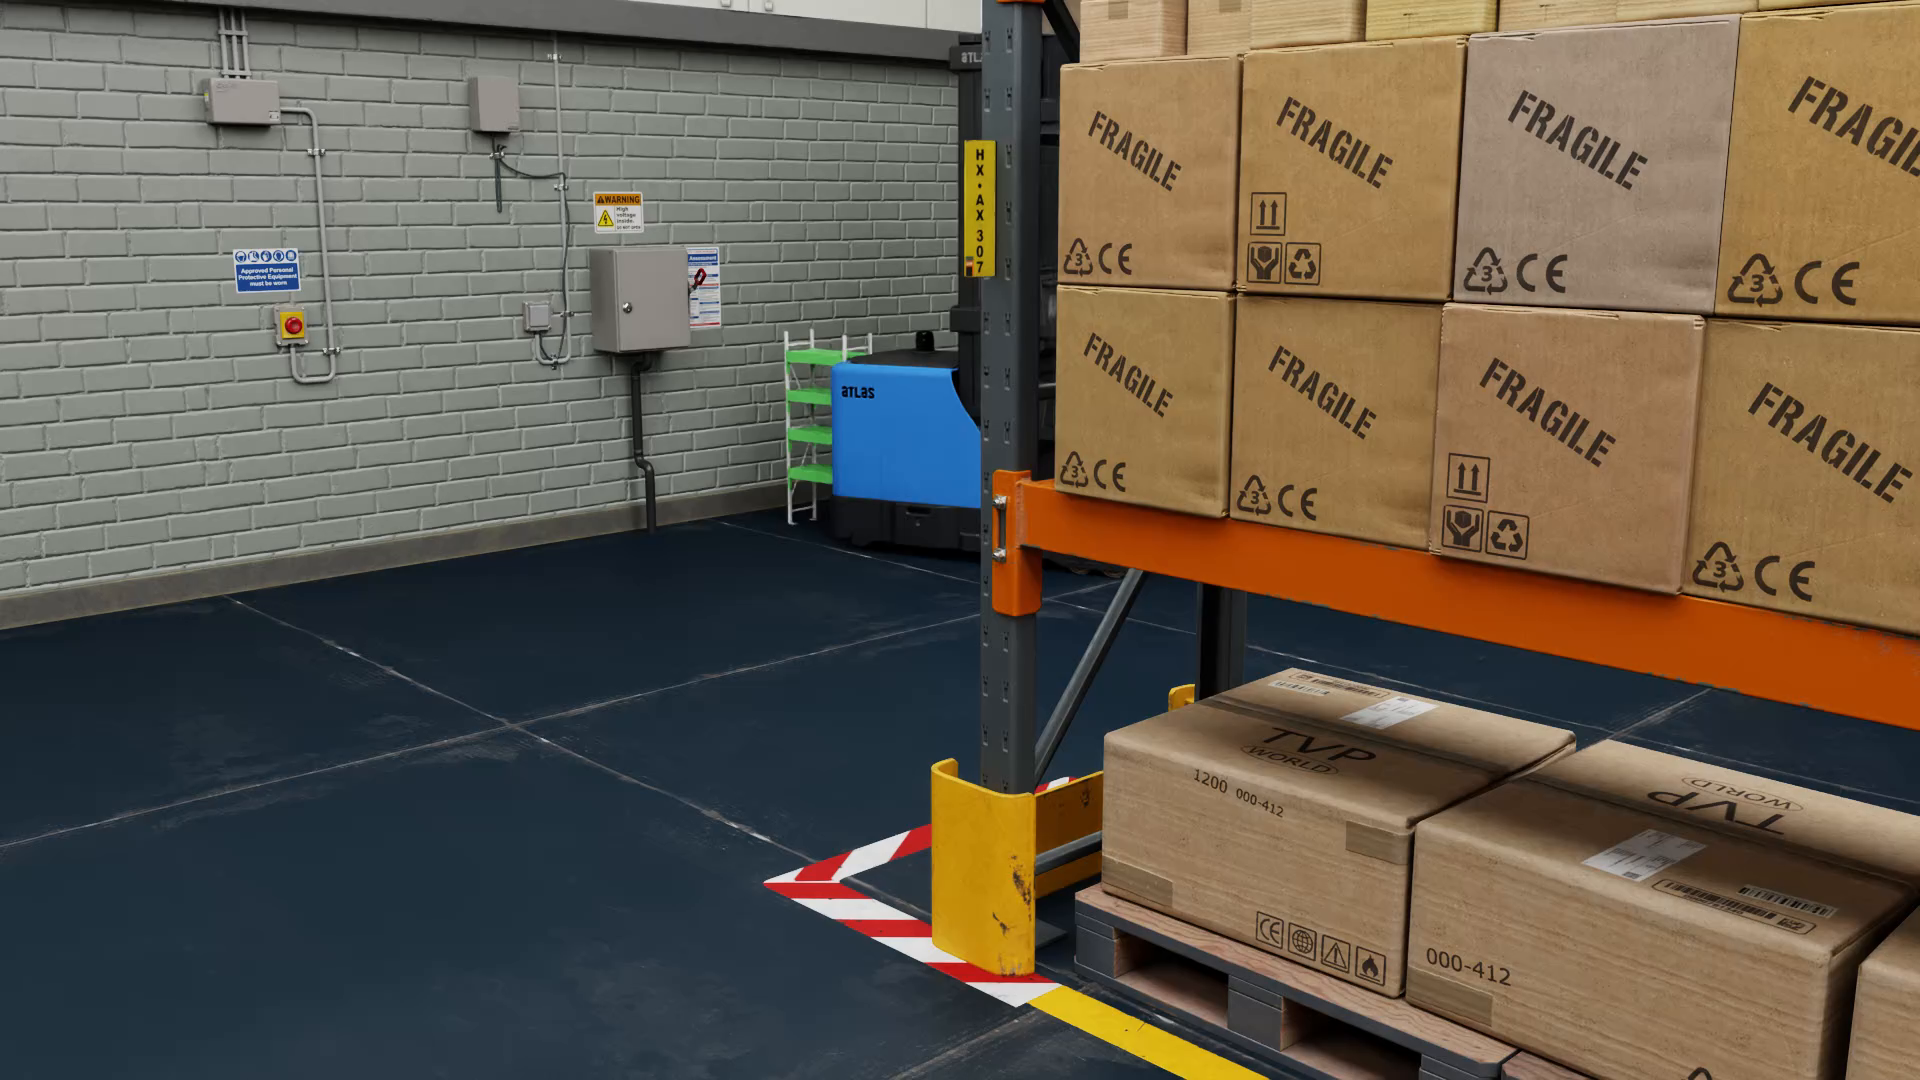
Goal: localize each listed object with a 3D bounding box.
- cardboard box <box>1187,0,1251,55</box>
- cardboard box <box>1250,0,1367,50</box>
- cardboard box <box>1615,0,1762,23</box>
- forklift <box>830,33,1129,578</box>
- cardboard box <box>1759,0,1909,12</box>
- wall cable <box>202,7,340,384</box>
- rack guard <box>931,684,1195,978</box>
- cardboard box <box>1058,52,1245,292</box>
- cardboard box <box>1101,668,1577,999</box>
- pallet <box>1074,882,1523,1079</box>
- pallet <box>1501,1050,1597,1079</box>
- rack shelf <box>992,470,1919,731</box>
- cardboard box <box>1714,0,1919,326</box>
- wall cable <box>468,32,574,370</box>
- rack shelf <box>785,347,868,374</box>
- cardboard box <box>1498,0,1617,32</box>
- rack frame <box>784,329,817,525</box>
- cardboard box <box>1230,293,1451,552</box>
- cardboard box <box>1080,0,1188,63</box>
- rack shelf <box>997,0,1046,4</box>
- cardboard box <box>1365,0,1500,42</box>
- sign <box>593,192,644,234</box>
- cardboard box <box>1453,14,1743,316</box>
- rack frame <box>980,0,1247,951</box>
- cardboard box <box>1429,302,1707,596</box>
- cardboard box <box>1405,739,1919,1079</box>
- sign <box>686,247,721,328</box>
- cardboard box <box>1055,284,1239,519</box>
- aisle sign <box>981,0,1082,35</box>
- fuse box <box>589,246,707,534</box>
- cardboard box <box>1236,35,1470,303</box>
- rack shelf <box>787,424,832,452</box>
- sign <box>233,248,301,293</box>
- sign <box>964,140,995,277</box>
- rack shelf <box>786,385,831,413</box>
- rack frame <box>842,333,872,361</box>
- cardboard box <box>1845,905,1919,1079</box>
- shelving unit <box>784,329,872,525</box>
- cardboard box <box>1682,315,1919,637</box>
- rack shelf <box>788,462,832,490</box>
[{"bbox_3d":[0.732,-1.159,3.769,0.380,0.149,0.250,-10,16,-41],"label":"cardboard box"},{"bbox_3d":[0.828,-1.105,3.507,0.380,0.149,0.250,-10,15,-41],"label":"cardboard box"},{"bbox_3d":[1.384,-0.996,2.978,0.380,0.149,0.250,-11,16,-42],"label":"cardboard box"},{"bbox_3d":[0.801,-1.354,9.219,3.031,2.935,1.130,5,13,25],"label":"forklift"},{"bbox_3d":[1.540,-0.955,2.780,0.250,0.149,0.380,11,16,44],"label":"cardboard box"},{"bbox_3d":[-3.457,-1.754,8.395,0.585,1.953,0.123,-11,16,-43],"label":"wall cable"},{"bbox_3d":[0.438,0.800,4.791,1.175,0.500,0.348,-11,16,-43],"label":"rack guard"},{"bbox_3d":[0.580,-0.850,3.878,0.500,0.500,0.500,-11,16,-44],"label":"cardboard box"},{"bbox_3d":[0.982,0.711,4.338,0.875,0.438,0.875,11,16,43],"label":"cardboard box"},{"bbox_3d":[1.063,1.051,4.290,1.003,0.211,1.213,-11,16,-43],"label":"pallet"},{"bbox_3d":[1.901,1.228,3.426,1.003,0.211,1.213,-11,16,-43],"label":"pallet"},{"bbox_3d":[1.835,0.223,3.178,1.077,0.370,4.000,-11,16,-43],"label":"rack shelf"},{"bbox_3d":[1.648,-0.629,2.805,0.500,0.500,0.500,-11,16,-42],"label":"cardboard box"},{"bbox_3d":[-2.439,-1.938,9.365,0.588,1.984,0.122,-11,16,-43],"label":"wall cable"},{"bbox_3d":[-0.802,-1.078,10.108,0.480,0.148,0.258,9,15,38],"label":"rack shelf"},{"bbox_3d":[1.242,-1.038,3.183,0.380,0.149,0.250,-11,16,-42],"label":"cardboard box"},{"bbox_3d":[-0.991,-0.702,10.344,0.015,1.200,0.240,9,15,38],"label":"rack frame"},{"bbox_3d":[0.947,-0.290,3.638,0.500,0.500,0.500,-11,16,-43],"label":"cardboard box"},{"bbox_3d":[0.499,-1.187,3.907,0.380,0.149,0.250,-10,16,-41],"label":"cardboard box"},{"bbox_3d":[1.835,-1.246,2.875,1.077,0.370,4.000,-11,16,-43],"label":"rack shelf"},{"bbox_3d":[1.023,-1.069,3.333,0.250,0.149,0.380,11,16,43],"label":"cardboard box"},{"bbox_3d":[-2.020,-1.939,9.844,0.339,0.242,0.001,-11,16,-43],"label":"sign"},{"bbox_3d":[1.303,-0.702,3.157,0.500,0.500,0.500,-11,16,-43],"label":"cardboard box"},{"bbox_3d":[0.454,-0.421,4.522,1.000,3.000,0.127,-11,16,-43],"label":"rack frame"},{"bbox_3d":[1.286,-0.213,3.265,0.500,0.500,0.500,-11,16,-43],"label":"cardboard box"},{"bbox_3d":[1.620,0.843,3.695,0.875,0.438,0.875,-10,16,-41],"label":"cardboard box"},{"bbox_3d":[-1.622,-1.565,10.308,0.329,0.494,0.001,-11,16,-43],"label":"sign"},{"bbox_3d":[0.578,-0.360,3.977,0.500,0.500,0.500,-11,16,-43],"label":"cardboard box"},{"bbox_3d":[0.195,-1.664,4.114,0.394,0.787,0.004,-11,16,-43],"label":"aisle sign"},{"bbox_3d":[-1.837,-0.881,9.948,0.539,1.711,0.414,-11,16,-43],"label":"fuse box"},{"bbox_3d":[0.941,-0.776,3.517,0.500,0.500,0.500,11,16,44],"label":"cardboard box"},{"bbox_3d":[-0.802,-0.608,10.205,0.480,0.148,0.258,9,15,38],"label":"rack shelf"},{"bbox_3d":[-3.534,-1.375,8.484,0.327,0.218,0.001,-11,16,-43],"label":"sign"},{"bbox_3d":[0.049,-0.807,4.055,0.100,0.325,0.005,-11,16,-43],"label":"sign"},{"bbox_3d":[-0.802,-0.843,10.157,0.480,0.148,0.258,9,15,38],"label":"rack shelf"},{"bbox_3d":[-0.614,-0.639,10.040,0.015,1.200,0.240,9,15,38],"label":"rack frame"},{"bbox_3d":[2.242,0.975,3.056,0.875,0.438,0.875,11,16,43],"label":"cardboard box"},{"bbox_3d":[-0.802,-0.670,10.192,0.503,1.200,0.258,9,15,38],"label":"shelving unit"},{"bbox_3d":[1.644,-0.143,2.922,0.500,0.500,0.500,-10,15,-41],"label":"cardboard box"},{"bbox_3d":[-0.802,-0.373,10.253,0.480,0.148,0.258,9,15,38],"label":"rack shelf"}]
